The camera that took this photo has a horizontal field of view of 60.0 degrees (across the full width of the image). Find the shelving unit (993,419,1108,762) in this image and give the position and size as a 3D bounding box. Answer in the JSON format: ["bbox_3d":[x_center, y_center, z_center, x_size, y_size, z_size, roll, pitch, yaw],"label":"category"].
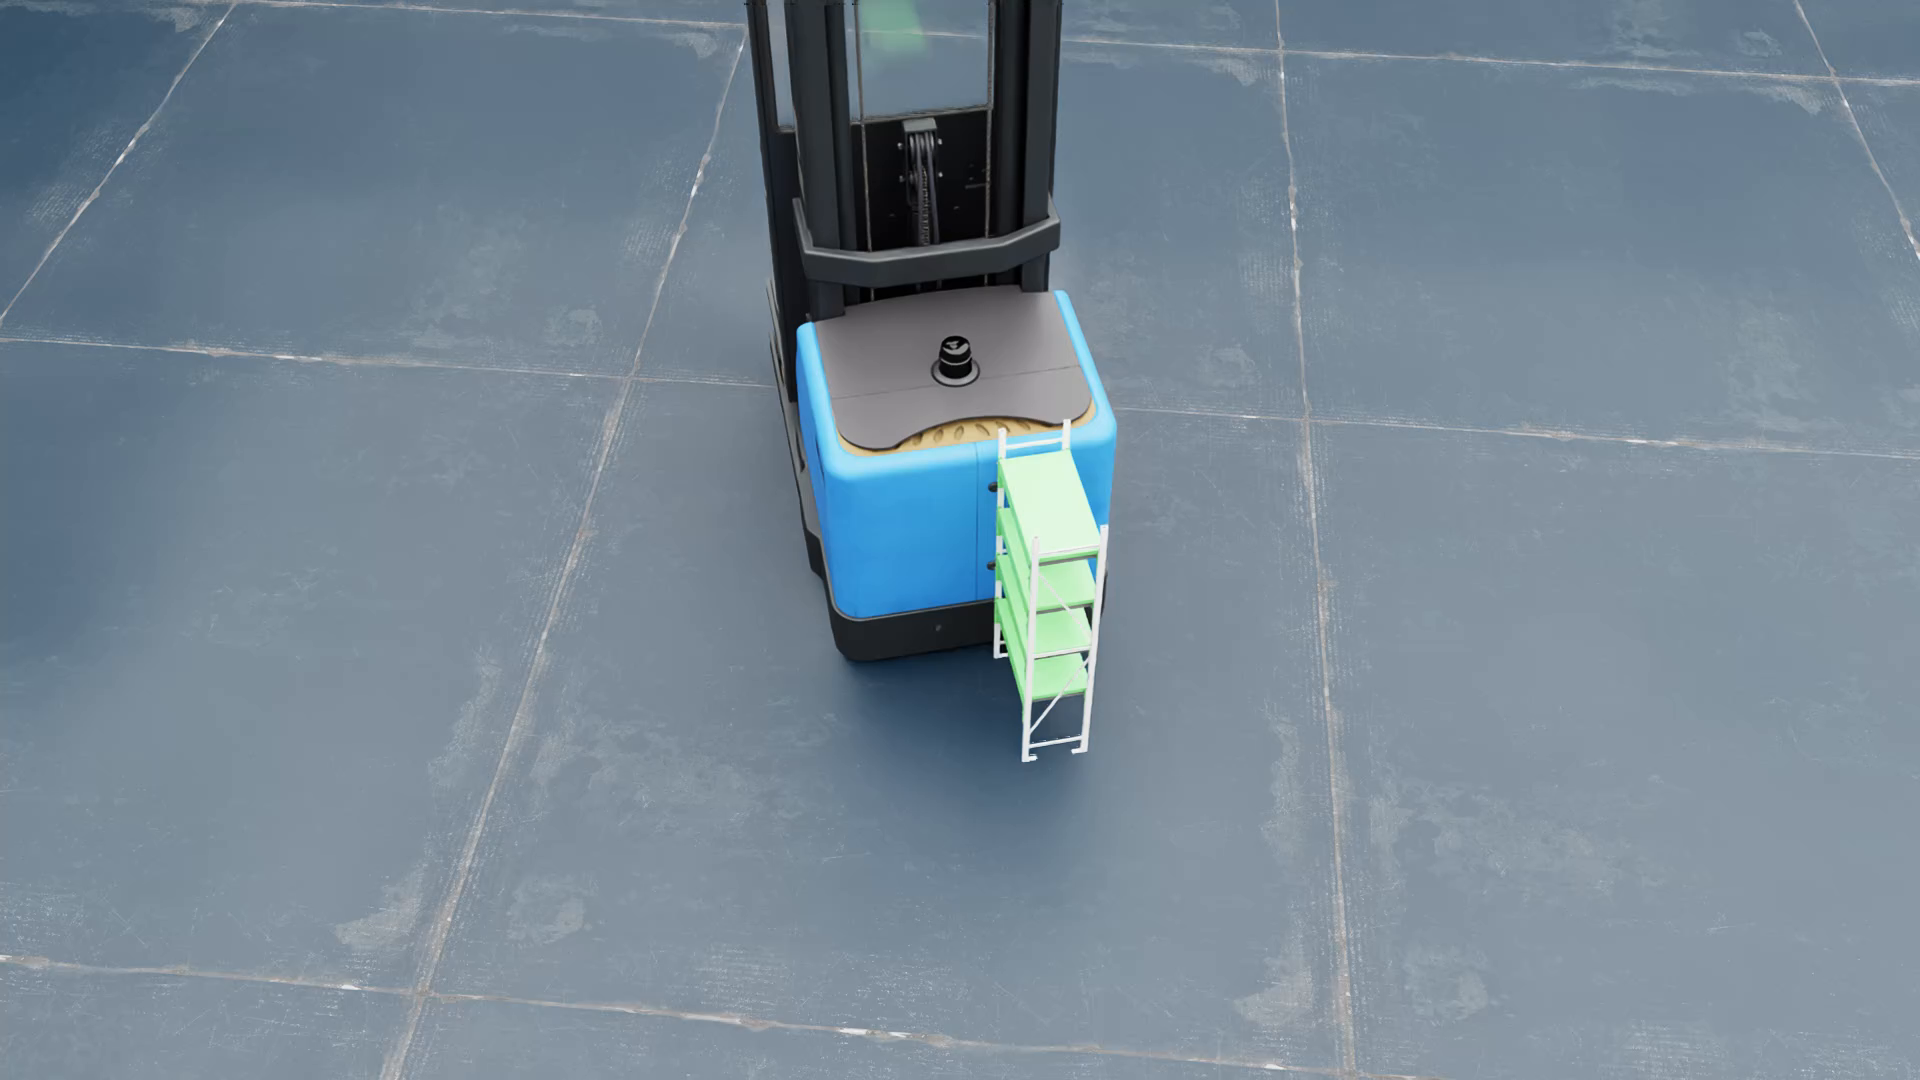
[{"bbox_3d":[0.296,0.203,5.777,0.258,1.200,0.503,-8,48,-8],"label":"shelving unit"}]

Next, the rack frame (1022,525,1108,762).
[{"bbox_3d":[0.344,0.380,5.615,0.240,1.200,0.015,-8,48,-8],"label":"rack frame"}]

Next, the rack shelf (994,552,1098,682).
[{"bbox_3d":[0.296,0.247,5.824,0.258,0.148,0.480,-8,48,-8],"label":"rack shelf"}]

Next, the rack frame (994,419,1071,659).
[{"bbox_3d":[0.248,0.027,5.938,0.240,1.200,0.015,-8,48,-8],"label":"rack frame"}]

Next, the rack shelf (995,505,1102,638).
[{"bbox_3d":[0.296,0.085,5.647,0.258,0.148,0.480,-8,48,-8],"label":"rack shelf"}]

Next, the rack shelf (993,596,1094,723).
[{"bbox_3d":[0.296,0.409,6.001,0.258,0.148,0.480,-8,48,-8],"label":"rack shelf"}]

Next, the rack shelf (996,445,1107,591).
[{"bbox_3d":[0.296,-0.077,5.470,0.258,0.148,0.480,-8,48,-8],"label":"rack shelf"}]

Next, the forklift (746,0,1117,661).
[{"bbox_3d":[-0.236,-1.642,6.291,1.130,2.935,3.031,-8,48,-8],"label":"forklift"}]
